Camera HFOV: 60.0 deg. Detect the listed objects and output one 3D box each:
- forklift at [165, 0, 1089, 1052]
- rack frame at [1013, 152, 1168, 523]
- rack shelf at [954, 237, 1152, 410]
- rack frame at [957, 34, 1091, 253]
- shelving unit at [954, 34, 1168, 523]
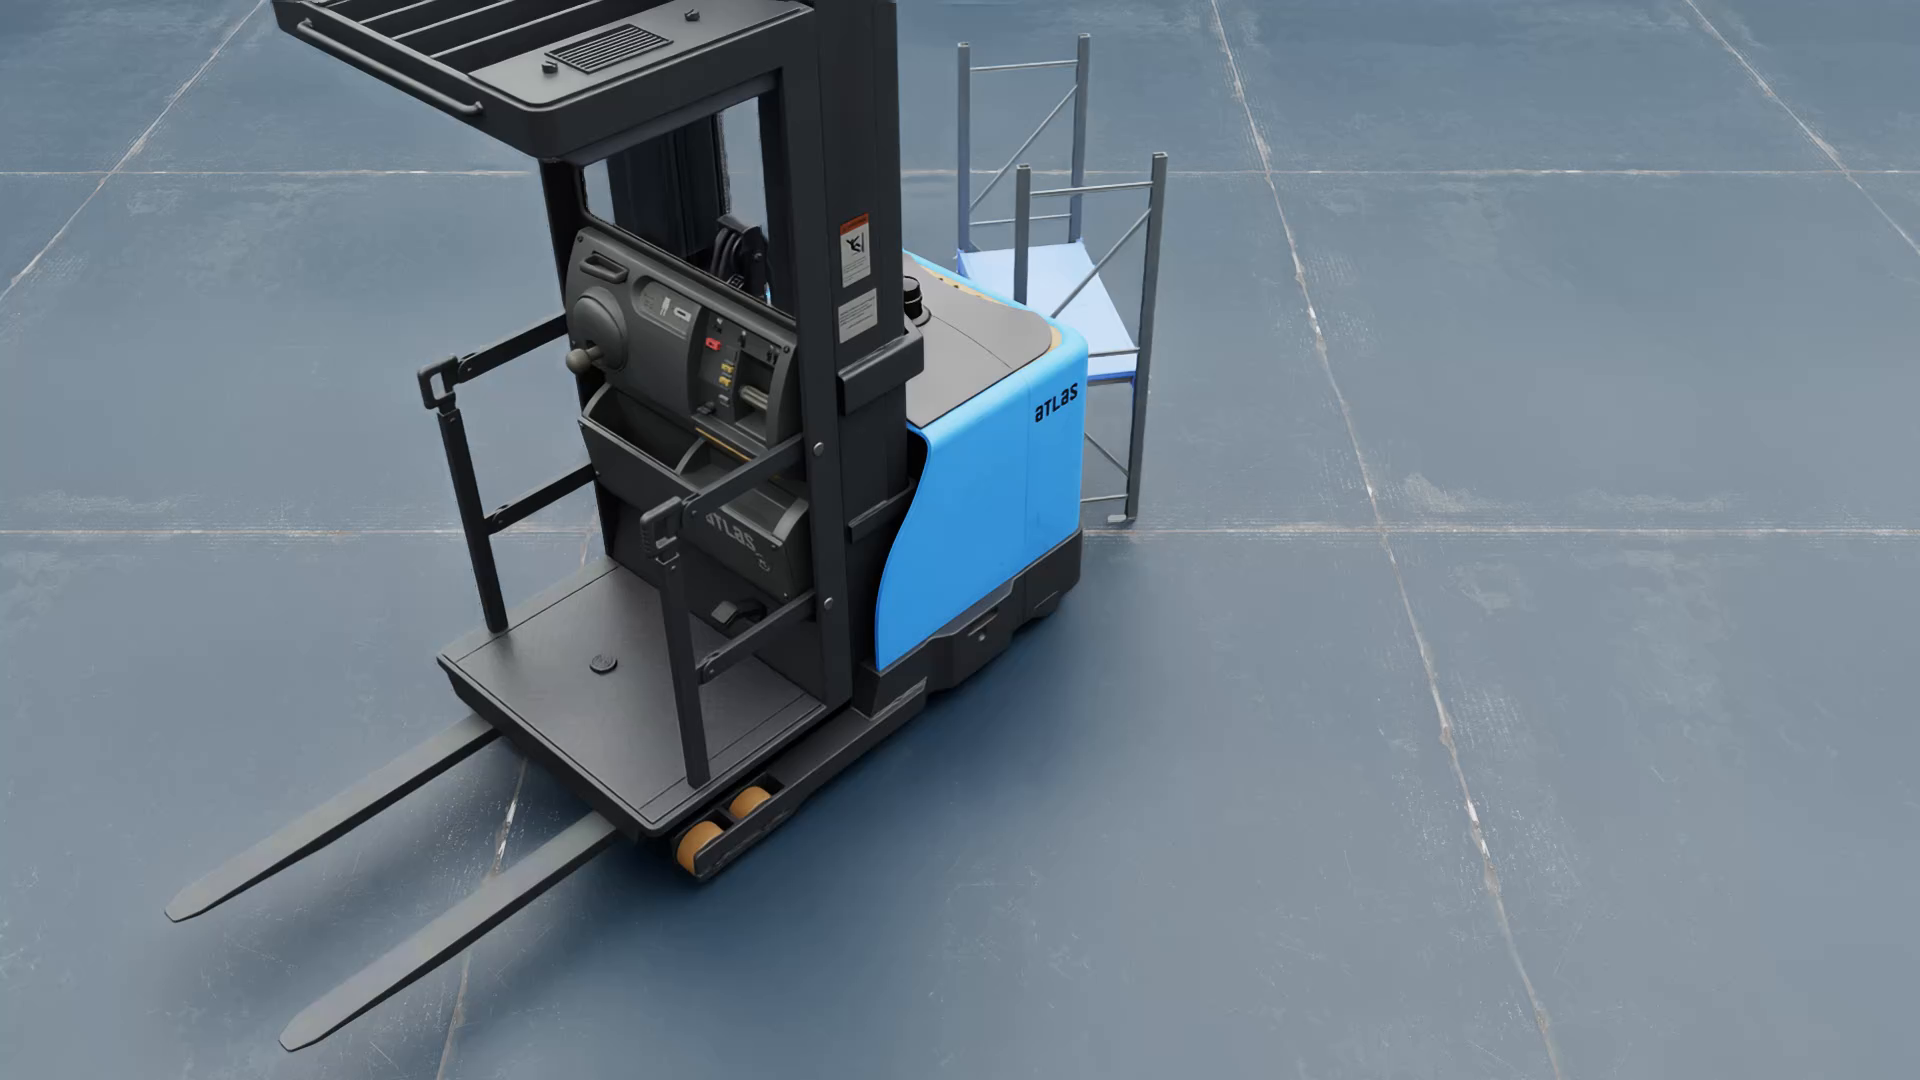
[{"bbox_3d":[-0.937,-0.495,4.524,1.130,2.935,3.031,30,47,32],"label":"forklift"},{"bbox_3d":[0.429,-0.644,5.855,0.500,1.500,0.032,-7,39,-8],"label":"rack frame"},{"bbox_3d":[0.333,-0.816,6.357,0.538,0.185,1.000,-7,39,-8],"label":"rack shelf"},{"bbox_3d":[0.238,-1.269,6.634,0.500,1.500,0.032,-7,39,-8],"label":"rack frame"},{"bbox_3d":[0.333,-0.956,6.244,0.538,1.500,1.048,-7,39,-8],"label":"shelving unit"}]
